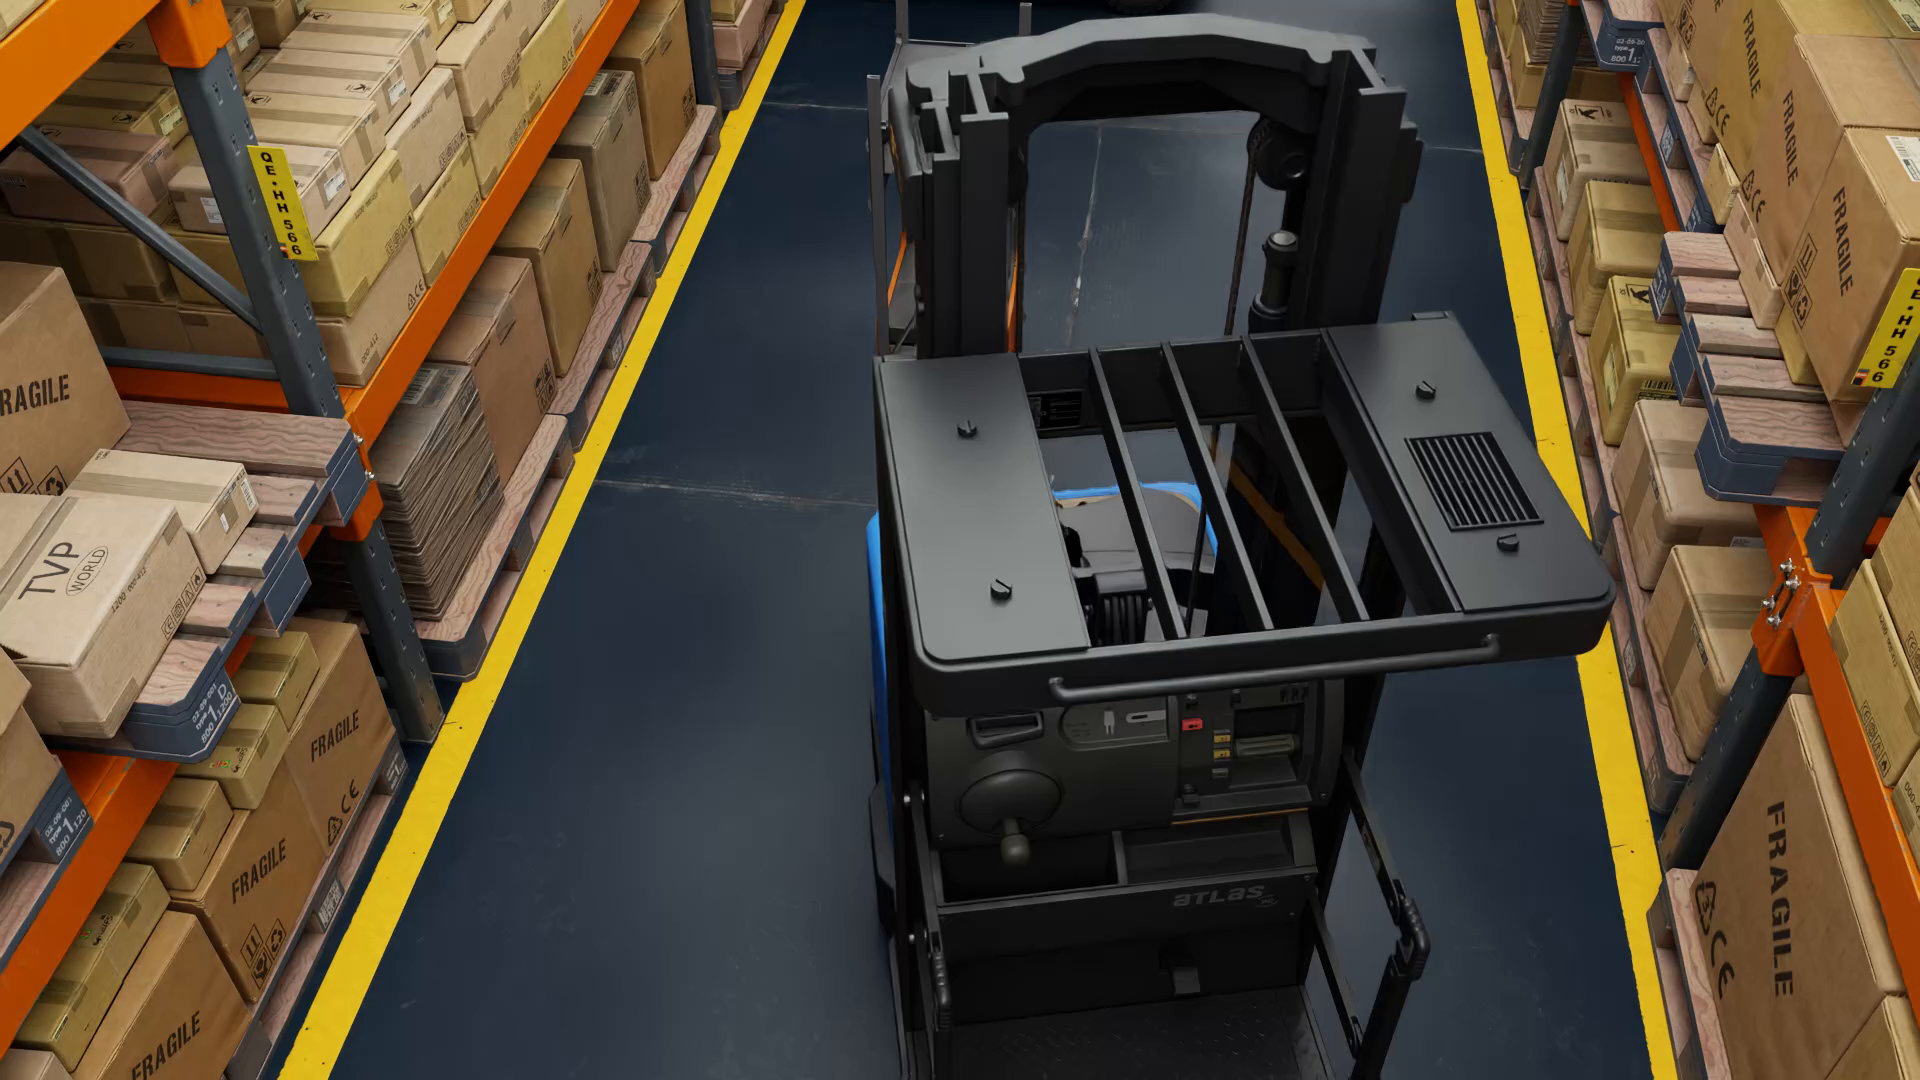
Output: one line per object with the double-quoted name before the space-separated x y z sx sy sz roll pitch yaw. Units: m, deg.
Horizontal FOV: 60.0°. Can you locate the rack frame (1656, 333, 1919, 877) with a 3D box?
"rack frame" 2.681 -0.044 4.115 1.000 3.000 0.127 5 44 6

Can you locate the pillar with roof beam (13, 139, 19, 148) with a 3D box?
"pillar with roof beam" 1.307 -3.250 3.137 9.100 9.000 0.400 5 44 6

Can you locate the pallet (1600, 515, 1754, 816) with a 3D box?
"pallet" 2.786 0.436 5.636 1.003 0.211 1.213 5 44 6

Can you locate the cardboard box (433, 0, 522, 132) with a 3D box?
"cardboard box" -1.784 -1.596 5.499 0.500 0.250 0.500 4 44 4

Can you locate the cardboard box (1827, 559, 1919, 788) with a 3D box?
"cardboard box" 2.367 0.321 3.838 0.500 0.250 0.500 5 44 5

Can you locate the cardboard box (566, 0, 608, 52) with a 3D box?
"cardboard box" -1.675 -2.118 6.414 0.500 0.250 0.500 5 44 6

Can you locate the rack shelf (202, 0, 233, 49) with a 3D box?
"rack shelf" -1.975 -2.684 5.244 1.077 0.370 4.000 5 44 6

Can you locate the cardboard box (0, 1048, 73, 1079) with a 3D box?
"cardboard box" -2.257 1.288 3.749 0.380 0.149 0.250 3 44 4

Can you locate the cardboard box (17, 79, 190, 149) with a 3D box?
"cardboard box" -2.473 -1.193 4.784 0.380 0.149 0.250 6 44 7

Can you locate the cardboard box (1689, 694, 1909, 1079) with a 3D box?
"cardboard box" 2.508 1.038 4.212 0.875 0.875 0.875 5 44 5

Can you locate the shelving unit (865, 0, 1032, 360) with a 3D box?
"shelving unit" -0.022 -0.650 5.409 0.431 2.100 0.503 5 44 6

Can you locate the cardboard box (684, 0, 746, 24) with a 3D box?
"cardboard box" -1.340 -2.856 8.415 0.500 0.250 0.500 5 44 5

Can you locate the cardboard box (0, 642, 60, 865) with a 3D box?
"cardboard box" -2.272 0.447 3.216 0.797 0.503 0.637 4 44 5

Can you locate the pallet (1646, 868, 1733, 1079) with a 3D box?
"pallet" 2.502 1.499 4.513 1.003 0.211 1.213 5 44 6

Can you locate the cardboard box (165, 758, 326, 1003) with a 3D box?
"cardboard box" -2.159 0.910 4.619 0.500 0.500 0.500 5 44 5

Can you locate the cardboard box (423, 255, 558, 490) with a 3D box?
"cardboard box" -2.065 -0.653 6.179 0.875 0.625 0.625 7 44 7

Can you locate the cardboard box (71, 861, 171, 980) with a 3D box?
"cardboard box" -2.217 0.927 4.130 0.380 0.149 0.250 6 44 7

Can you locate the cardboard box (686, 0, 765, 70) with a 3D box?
"cardboard box" -1.318 -2.672 8.585 0.500 0.250 0.500 6 44 6

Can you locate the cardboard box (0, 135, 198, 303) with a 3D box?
"cardboard box" -2.455 -0.951 4.818 0.500 0.250 0.500 6 44 6

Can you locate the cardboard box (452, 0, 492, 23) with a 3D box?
"cardboard box" -1.745 -1.835 5.462 0.380 0.149 0.250 6 44 6

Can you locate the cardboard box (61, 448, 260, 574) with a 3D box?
"cardboard box" -1.946 -0.071 4.021 0.380 0.149 0.250 6 44 6

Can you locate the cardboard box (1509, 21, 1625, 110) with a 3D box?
"cardboard box" 3.022 -2.351 8.246 0.500 0.250 0.500 7 44 7

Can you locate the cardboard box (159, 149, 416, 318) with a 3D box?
"cardboard box" -1.914 -0.898 4.762 0.500 0.250 0.500 5 44 5

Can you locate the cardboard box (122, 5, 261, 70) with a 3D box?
"cardboard box" -2.415 -1.538 5.148 0.380 0.149 0.250 4 44 5

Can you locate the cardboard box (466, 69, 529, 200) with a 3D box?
"cardboard box" -1.806 -1.412 5.669 0.500 0.250 0.500 4 44 4

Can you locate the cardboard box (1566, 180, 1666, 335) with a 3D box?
"cardboard box" 3.052 -1.120 6.857 0.950 0.372 0.625 8 44 8

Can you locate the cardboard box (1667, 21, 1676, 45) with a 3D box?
"cardboard box" 2.711 -1.774 5.819 0.380 0.149 0.250 6 44 6

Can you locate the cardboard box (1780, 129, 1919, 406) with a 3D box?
"cardboard box" 2.466 -0.676 4.188 0.500 0.500 0.500 4 44 4

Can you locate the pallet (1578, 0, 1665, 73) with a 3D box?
"pallet" 2.965 -2.193 6.524 1.003 0.211 1.213 5 44 6

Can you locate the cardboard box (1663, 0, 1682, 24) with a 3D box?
"cardboard box" 2.719 -2.096 5.688 0.500 0.500 0.500 5 44 5

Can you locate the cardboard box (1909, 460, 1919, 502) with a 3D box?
"cardboard box" 2.374 -0.129 3.405 0.500 0.500 0.500 4 44 4

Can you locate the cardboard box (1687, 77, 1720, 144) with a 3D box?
"cardboard box" 2.618 -1.413 5.438 0.380 0.149 0.250 4 44 4

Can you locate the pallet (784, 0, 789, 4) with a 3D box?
"pallet" -1.405 -3.578 9.875 1.003 0.211 1.213 5 44 6

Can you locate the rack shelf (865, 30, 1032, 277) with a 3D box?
"rack shelf" -0.022 -1.148 4.937 0.431 0.518 0.480 5 44 6

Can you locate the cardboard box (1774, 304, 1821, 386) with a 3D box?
"cardboard box" 2.455 -0.539 4.515 0.380 0.149 0.250 6 44 6

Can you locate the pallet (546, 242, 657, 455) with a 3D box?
"pallet" -1.928 -0.867 7.012 1.003 0.211 1.213 5 44 6

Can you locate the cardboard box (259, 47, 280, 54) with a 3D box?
"cardboard box" -2.320 -1.641 5.547 0.500 0.250 0.500 5 44 5

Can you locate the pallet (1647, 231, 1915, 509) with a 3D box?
"pallet" 2.670 -0.470 4.704 1.213 0.211 1.003 5 44 6

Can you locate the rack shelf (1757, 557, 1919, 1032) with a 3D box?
"rack shelf" 2.417 1.580 2.923 1.077 0.370 4.000 5 44 6

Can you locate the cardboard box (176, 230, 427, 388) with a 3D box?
"cardboard box" -1.938 -0.718 4.936 0.500 0.250 0.500 5 44 6

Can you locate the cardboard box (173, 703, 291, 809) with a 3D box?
"cardboard box" -2.059 0.576 4.501 0.380 0.149 0.250 3 44 3

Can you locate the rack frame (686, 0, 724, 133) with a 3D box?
"rack frame" -1.710 -3.219 7.468 1.000 3.000 0.127 5 44 6

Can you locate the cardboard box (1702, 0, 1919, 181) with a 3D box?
"cardboard box" 2.589 -1.373 4.924 0.500 0.500 0.500 3 43 3

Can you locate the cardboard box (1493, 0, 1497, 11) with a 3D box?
"cardboard box" 3.154 -3.061 8.996 0.500 0.250 0.500 6 44 6

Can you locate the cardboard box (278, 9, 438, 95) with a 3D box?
"cardboard box" -1.841 -1.494 5.101 0.380 0.149 0.250 6 44 6

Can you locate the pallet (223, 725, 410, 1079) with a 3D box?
"pallet" -2.375 1.025 5.014 1.003 0.211 1.213 5 44 6

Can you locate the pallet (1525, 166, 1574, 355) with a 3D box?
"pallet" 3.109 -1.227 7.392 1.003 0.211 1.213 5 44 6

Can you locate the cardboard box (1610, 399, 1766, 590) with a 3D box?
"cardboard box" 2.856 -0.130 5.811 0.950 0.372 0.625 4 44 5

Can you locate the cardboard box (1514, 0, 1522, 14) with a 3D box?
"cardboard box" 3.088 -2.971 8.355 0.500 0.500 0.500 6 44 6

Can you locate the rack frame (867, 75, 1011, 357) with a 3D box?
"rack frame" -0.054 -0.483 5.233 0.400 2.100 0.015 5 44 6

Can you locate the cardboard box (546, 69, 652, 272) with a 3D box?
"cardboard box" -1.878 -1.624 7.205 0.875 0.625 0.625 5 44 5

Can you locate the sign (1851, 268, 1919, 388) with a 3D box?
"sign" 2.142 -0.478 3.789 0.100 0.325 0.005 5 44 6

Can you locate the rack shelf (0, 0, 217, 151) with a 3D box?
"rack shelf" -2.504 0.043 2.365 1.077 0.370 4.000 5 44 6

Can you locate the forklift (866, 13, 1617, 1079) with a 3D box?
"forklift" 0.418 0.576 3.509 1.130 2.935 3.031 -5 44 -5

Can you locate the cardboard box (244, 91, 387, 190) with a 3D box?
"cardboard box" -1.871 -1.137 4.724 0.380 0.149 0.250 6 44 6

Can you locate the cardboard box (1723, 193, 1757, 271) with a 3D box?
"cardboard box" 2.485 -0.886 4.881 0.380 0.149 0.250 3 44 4

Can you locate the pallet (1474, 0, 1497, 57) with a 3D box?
"pallet" 3.423 -3.052 9.320 1.003 0.211 1.213 5 44 6
